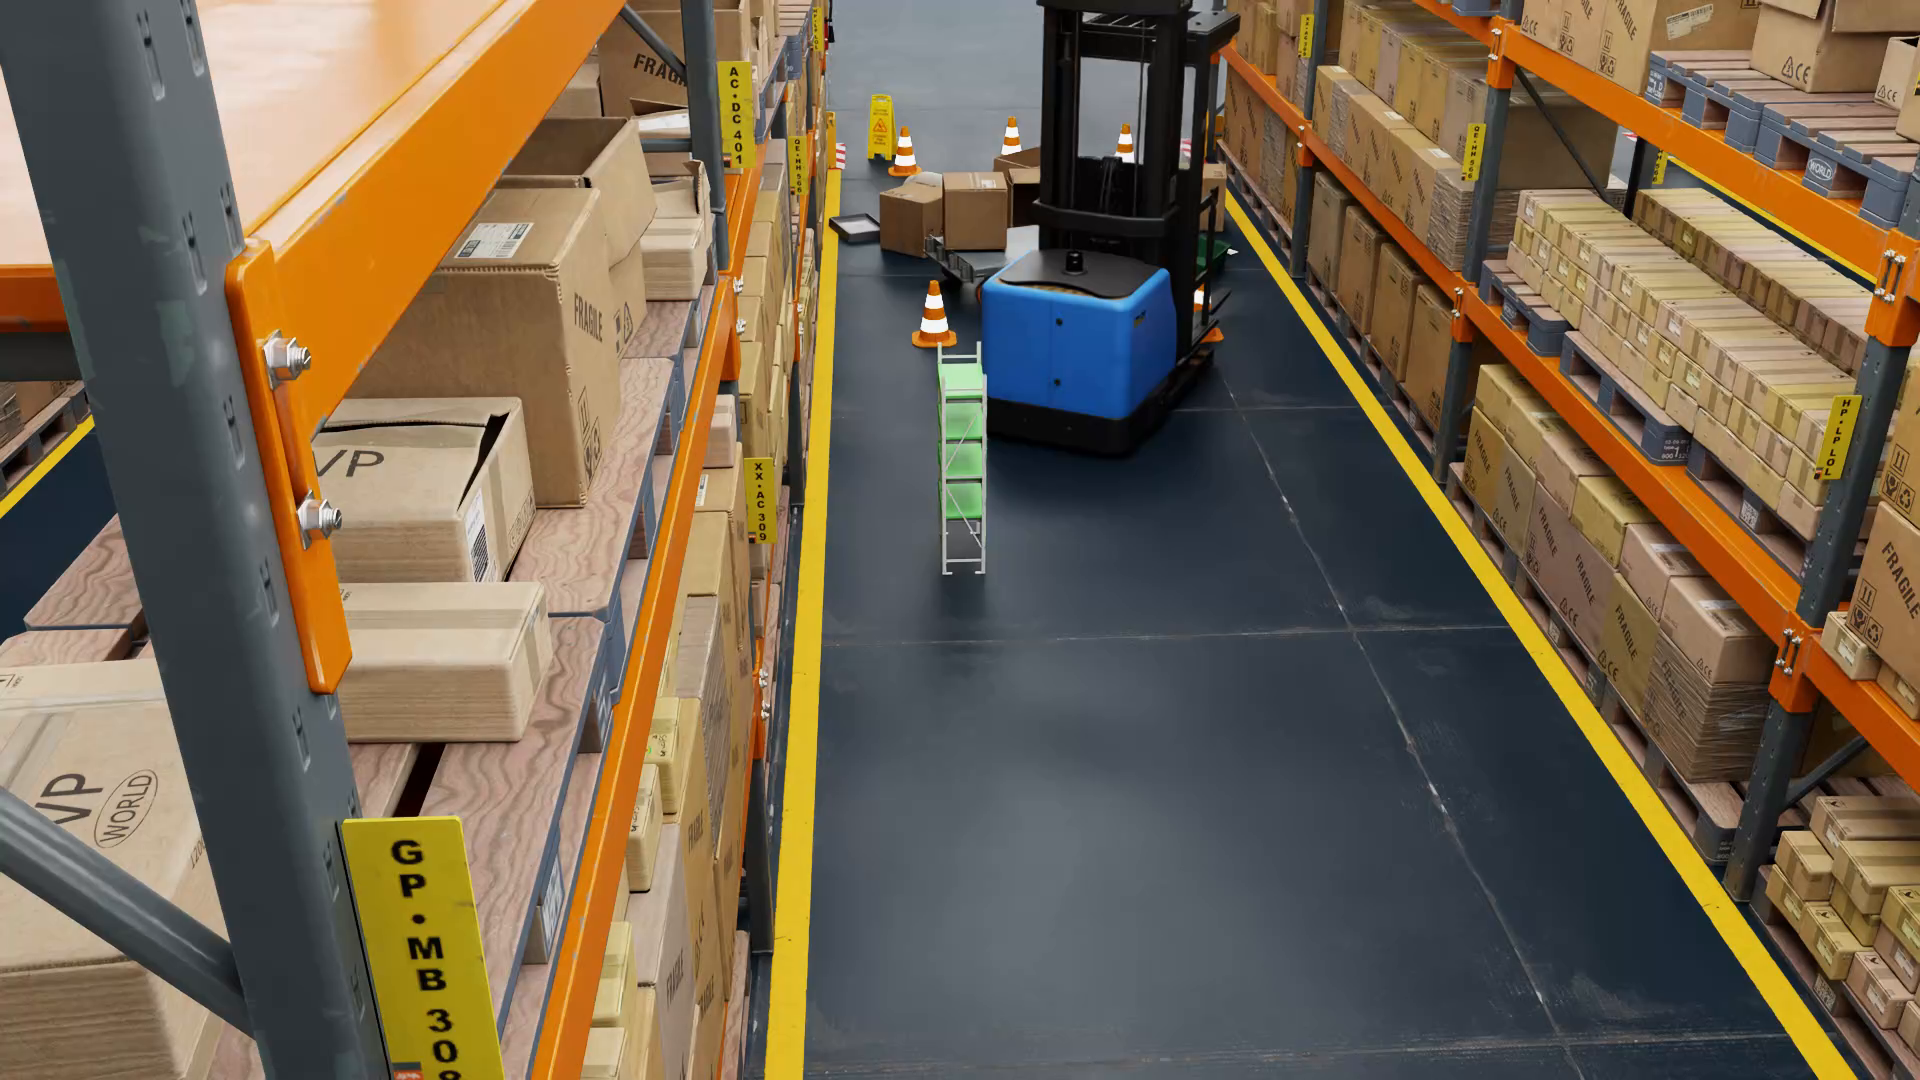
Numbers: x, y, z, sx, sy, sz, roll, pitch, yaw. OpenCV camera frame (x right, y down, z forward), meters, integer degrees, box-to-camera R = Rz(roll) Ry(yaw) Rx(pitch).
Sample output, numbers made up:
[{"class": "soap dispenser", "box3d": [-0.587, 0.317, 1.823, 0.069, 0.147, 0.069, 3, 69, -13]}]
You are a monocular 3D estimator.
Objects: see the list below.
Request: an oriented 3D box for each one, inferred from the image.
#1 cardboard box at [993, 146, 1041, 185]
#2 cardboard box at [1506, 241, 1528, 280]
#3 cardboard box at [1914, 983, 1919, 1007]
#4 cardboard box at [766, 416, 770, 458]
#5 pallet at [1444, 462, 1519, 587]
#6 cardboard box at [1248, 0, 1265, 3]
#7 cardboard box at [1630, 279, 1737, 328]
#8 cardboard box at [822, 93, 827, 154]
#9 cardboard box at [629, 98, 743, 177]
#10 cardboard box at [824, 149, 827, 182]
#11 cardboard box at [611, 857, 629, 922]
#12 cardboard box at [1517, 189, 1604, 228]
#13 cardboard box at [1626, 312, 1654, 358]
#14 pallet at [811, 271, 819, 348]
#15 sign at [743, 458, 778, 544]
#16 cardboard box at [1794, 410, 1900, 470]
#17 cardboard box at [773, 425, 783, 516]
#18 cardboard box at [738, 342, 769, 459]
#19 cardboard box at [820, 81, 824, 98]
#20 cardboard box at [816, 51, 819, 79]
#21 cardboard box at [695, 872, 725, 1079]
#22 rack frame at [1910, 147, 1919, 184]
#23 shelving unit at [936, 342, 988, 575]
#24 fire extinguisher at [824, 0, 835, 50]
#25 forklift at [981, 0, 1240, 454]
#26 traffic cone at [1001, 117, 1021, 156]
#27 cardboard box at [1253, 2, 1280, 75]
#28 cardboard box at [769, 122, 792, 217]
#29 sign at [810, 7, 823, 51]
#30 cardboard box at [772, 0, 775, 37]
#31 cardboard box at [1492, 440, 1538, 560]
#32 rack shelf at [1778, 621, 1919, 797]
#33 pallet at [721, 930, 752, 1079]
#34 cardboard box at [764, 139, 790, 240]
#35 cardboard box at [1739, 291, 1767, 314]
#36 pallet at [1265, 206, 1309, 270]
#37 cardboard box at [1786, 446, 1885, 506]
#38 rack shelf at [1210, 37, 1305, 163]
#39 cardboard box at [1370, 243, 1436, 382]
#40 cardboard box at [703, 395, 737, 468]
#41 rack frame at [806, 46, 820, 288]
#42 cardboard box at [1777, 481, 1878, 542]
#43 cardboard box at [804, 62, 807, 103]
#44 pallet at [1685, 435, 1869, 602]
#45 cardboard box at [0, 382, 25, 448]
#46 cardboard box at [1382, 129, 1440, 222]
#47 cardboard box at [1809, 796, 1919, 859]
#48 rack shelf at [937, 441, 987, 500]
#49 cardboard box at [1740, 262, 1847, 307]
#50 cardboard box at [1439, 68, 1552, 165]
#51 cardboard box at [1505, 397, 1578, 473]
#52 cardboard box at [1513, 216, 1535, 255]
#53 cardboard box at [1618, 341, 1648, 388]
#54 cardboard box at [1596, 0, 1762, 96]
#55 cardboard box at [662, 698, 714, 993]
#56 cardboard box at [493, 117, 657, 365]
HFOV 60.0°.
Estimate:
[{"class": "cardboard box", "box3d": [0.751, -3.386, 15.698, 0.797, 0.503, 0.637, -23, 35, -37]}, {"class": "cardboard box", "box3d": [3.309, -1.578, 9.349, 0.380, 0.149, 0.250, -2, 28, -3]}, {"class": "cardboard box", "box3d": [3.558, 1.605, 5.736, 0.380, 0.149, 0.250, -3, 28, -5]}, {"class": "cardboard box", "box3d": [-1.039, -0.306, 6.715, 0.500, 0.250, 0.500, -1, 28, -2]}, {"class": "pallet", "box3d": [3.526, -0.117, 9.746, 1.003, 0.211, 1.213, -1, 28, -3]}, {"class": "cardboard box", "box3d": [3.064, -5.268, 15.277, 0.875, 0.550, 0.550, -1, 28, -3]}, {"class": "cardboard box", "box3d": [3.397, -1.113, 7.814, 0.380, 0.149, 0.250, -2, 28, -3]}, {"class": "cardboard box", "box3d": [-1.536, -3.938, 15.764, 0.500, 0.500, 0.500, 0, 28, -1]}, {"class": "cardboard box", "box3d": [-0.919, -1.397, 5.633, 0.396, 0.266, 0.258, -2, 28, -3]}, {"class": "cardboard box", "box3d": [-1.539, -3.604, 15.935, 0.500, 0.250, 0.500, -1, 28, -2]}, {"class": "cardboard box", "box3d": [-0.857, 0.717, 3.241, 0.380, 0.149, 0.250, -1, 28, -2]}, {"class": "cardboard box", "box3d": [3.318, -1.833, 9.195, 0.380, 0.149, 0.250, -1, 28, -3]}, {"class": "cardboard box", "box3d": [3.398, -0.974, 7.869, 0.380, 0.149, 0.250, 0, 28, -1]}, {"class": "pallet", "box3d": [-1.618, -1.800, 12.972, 1.003, 0.211, 1.213, -1, 28, -3]}, {"class": "sign", "box3d": [-0.688, -0.134, 5.742, 0.100, 0.325, 0.005, -1, 28, -3]}, {"class": "cardboard box", "box3d": [3.480, -0.386, 6.421, 0.380, 0.149, 0.250, 0, 28, 0]}, {"class": "cardboard box", "box3d": [-1.041, -0.320, 7.282, 0.500, 0.250, 0.500, -2, 28, -3]}, {"class": "cardboard box", "box3d": [-0.978, -0.399, 6.082, 0.500, 0.500, 0.500, -1, 28, -2]}, {"class": "cardboard box", "box3d": [-1.470, -4.182, 15.532, 0.380, 0.149, 0.250, -1, 28, -2]}, {"class": "cardboard box", "box3d": [-1.467, -4.245, 14.216, 0.500, 0.500, 0.500, -2, 28, -3]}, {"class": "cardboard box", "box3d": [-0.877, 1.174, 4.147, 0.500, 0.500, 0.500, 0, 28, -1]}, {"class": "rack frame", "box3d": [3.696, -2.527, 4.864, 1.000, 3.000, 0.127, -1, 28, -3]}, {"class": "shelving unit", "box3d": [0.009, -0.456, 9.326, 0.258, 1.200, 0.503, -1, 28, -3]}, {"class": "fire extinguisher", "box3d": [-1.414, -5.272, 16.699, 0.296, 0.674, 0.183, -1, 28, -3]}, {"class": "forklift", "box3d": [1.197, -2.509, 11.390, 1.130, 2.935, 3.031, 12, 30, 22]}, {"class": "traffic cone", "box3d": [0.533, -4.134, 17.176, 0.336, 0.463, 0.334, -1, 28, -3]}, {"class": "cardboard box", "box3d": [3.157, -4.546, 15.061, 0.875, 0.550, 0.500, -1, 28, -3]}, {"class": "cardboard box", "box3d": [-1.243, -2.124, 9.695, 0.500, 0.500, 0.500, -2, 28, -4]}, {"class": "sign", "box3d": [-1.106, -3.924, 12.778, 0.100, 0.325, 0.005, -1, 28, -3]}, {"class": "cardboard box", "box3d": [-1.030, -2.377, 7.512, 0.396, 0.266, 0.258, -2, 28, -4]}, {"class": "cardboard box", "box3d": [3.299, -0.227, 9.191, 0.500, 0.500, 0.500, -1, 28, -2]}, {"class": "rack shelf", "box3d": [3.800, 1.375, 4.647, 1.077, 0.370, 4.000, -1, 28, -3]}, {"class": "pallet", "box3d": [-1.281, 1.888, 5.901, 1.003, 0.211, 1.213, -1, 28, -3]}, {"class": "cardboard box", "box3d": [-1.163, -1.803, 8.775, 0.500, 0.500, 0.500, -2, 28, -4]}, {"class": "cardboard box", "box3d": [4.037, -1.108, 8.127, 0.380, 0.149, 0.250, -1, 28, -1]}, {"class": "pallet", "box3d": [3.317, -2.678, 14.657, 1.003, 0.211, 1.213, -1, 28, -3]}, {"class": "cardboard box", "box3d": [3.478, -0.253, 6.487, 0.380, 0.149, 0.250, -1, 28, -1]}, {"class": "rack shelf", "box3d": [3.174, -4.166, 15.272, 1.077, 0.370, 4.000, -1, 28, -3]}, {"class": "cardboard box", "box3d": [3.496, -1.590, 11.534, 1.050, 0.750, 0.750, -1, 28, -2]}, {"class": "cardboard box", "box3d": [-0.908, -0.342, 5.271, 0.380, 0.149, 0.250, -2, 28, -4]}, {"class": "rack frame", "box3d": [-1.660, -3.395, 13.017, 1.000, 3.000, 0.127, -1, 28, -3]}, {"class": "cardboard box", "box3d": [3.477, -0.121, 6.555, 0.380, 0.149, 0.250, -2, 28, -4]}, {"class": "cardboard box", "box3d": [-1.407, -3.550, 12.429, 0.500, 0.500, 0.500, -2, 28, -4]}, {"class": "pallet", "box3d": [3.801, -0.139, 6.980, 1.003, 0.211, 1.213, -1, 28, -3]}, {"class": "cardboard box", "box3d": [-6.427, -0.848, 10.247, 0.875, 0.625, 0.625, -1, 28, -1]}, {"class": "cardboard box", "box3d": [3.145, -2.422, 11.041, 0.500, 0.500, 0.500, -2, 28, -4]}, {"class": "cardboard box", "box3d": [3.507, 1.111, 6.362, 0.380, 0.149, 0.250, 0, 28, -1]}, {"class": "rack shelf", "box3d": [0.009, -0.399, 9.356, 0.258, 0.148, 0.480, -1, 28, -3]}, {"class": "cardboard box", "box3d": [4.036, -1.241, 8.059, 0.380, 0.149, 0.250, 0, 28, 0]}, {"class": "cardboard box", "box3d": [3.446, -2.643, 10.385, 0.700, 0.500, 0.500, -2, 28, -3]}, {"class": "cardboard box", "box3d": [3.308, -0.566, 9.030, 0.500, 0.250, 0.500, -2, 28, -3]}, {"class": "cardboard box", "box3d": [3.312, -1.693, 9.249, 0.380, 0.149, 0.250, 0, 28, 0]}, {"class": "cardboard box", "box3d": [3.392, -0.845, 7.945, 0.380, 0.149, 0.250, -2, 28, -4]}, {"class": "cardboard box", "box3d": [3.316, -2.357, 7.674, 0.500, 0.500, 0.500, -1, 28, -3]}, {"class": "cardboard box", "box3d": [-0.869, 0.724, 3.929, 0.500, 0.500, 0.500, -1, 28, -2]}, {"class": "cardboard box", "box3d": [-1.140, -0.685, 3.903, 0.797, 0.503, 0.637, 1, 28, 1]}]
